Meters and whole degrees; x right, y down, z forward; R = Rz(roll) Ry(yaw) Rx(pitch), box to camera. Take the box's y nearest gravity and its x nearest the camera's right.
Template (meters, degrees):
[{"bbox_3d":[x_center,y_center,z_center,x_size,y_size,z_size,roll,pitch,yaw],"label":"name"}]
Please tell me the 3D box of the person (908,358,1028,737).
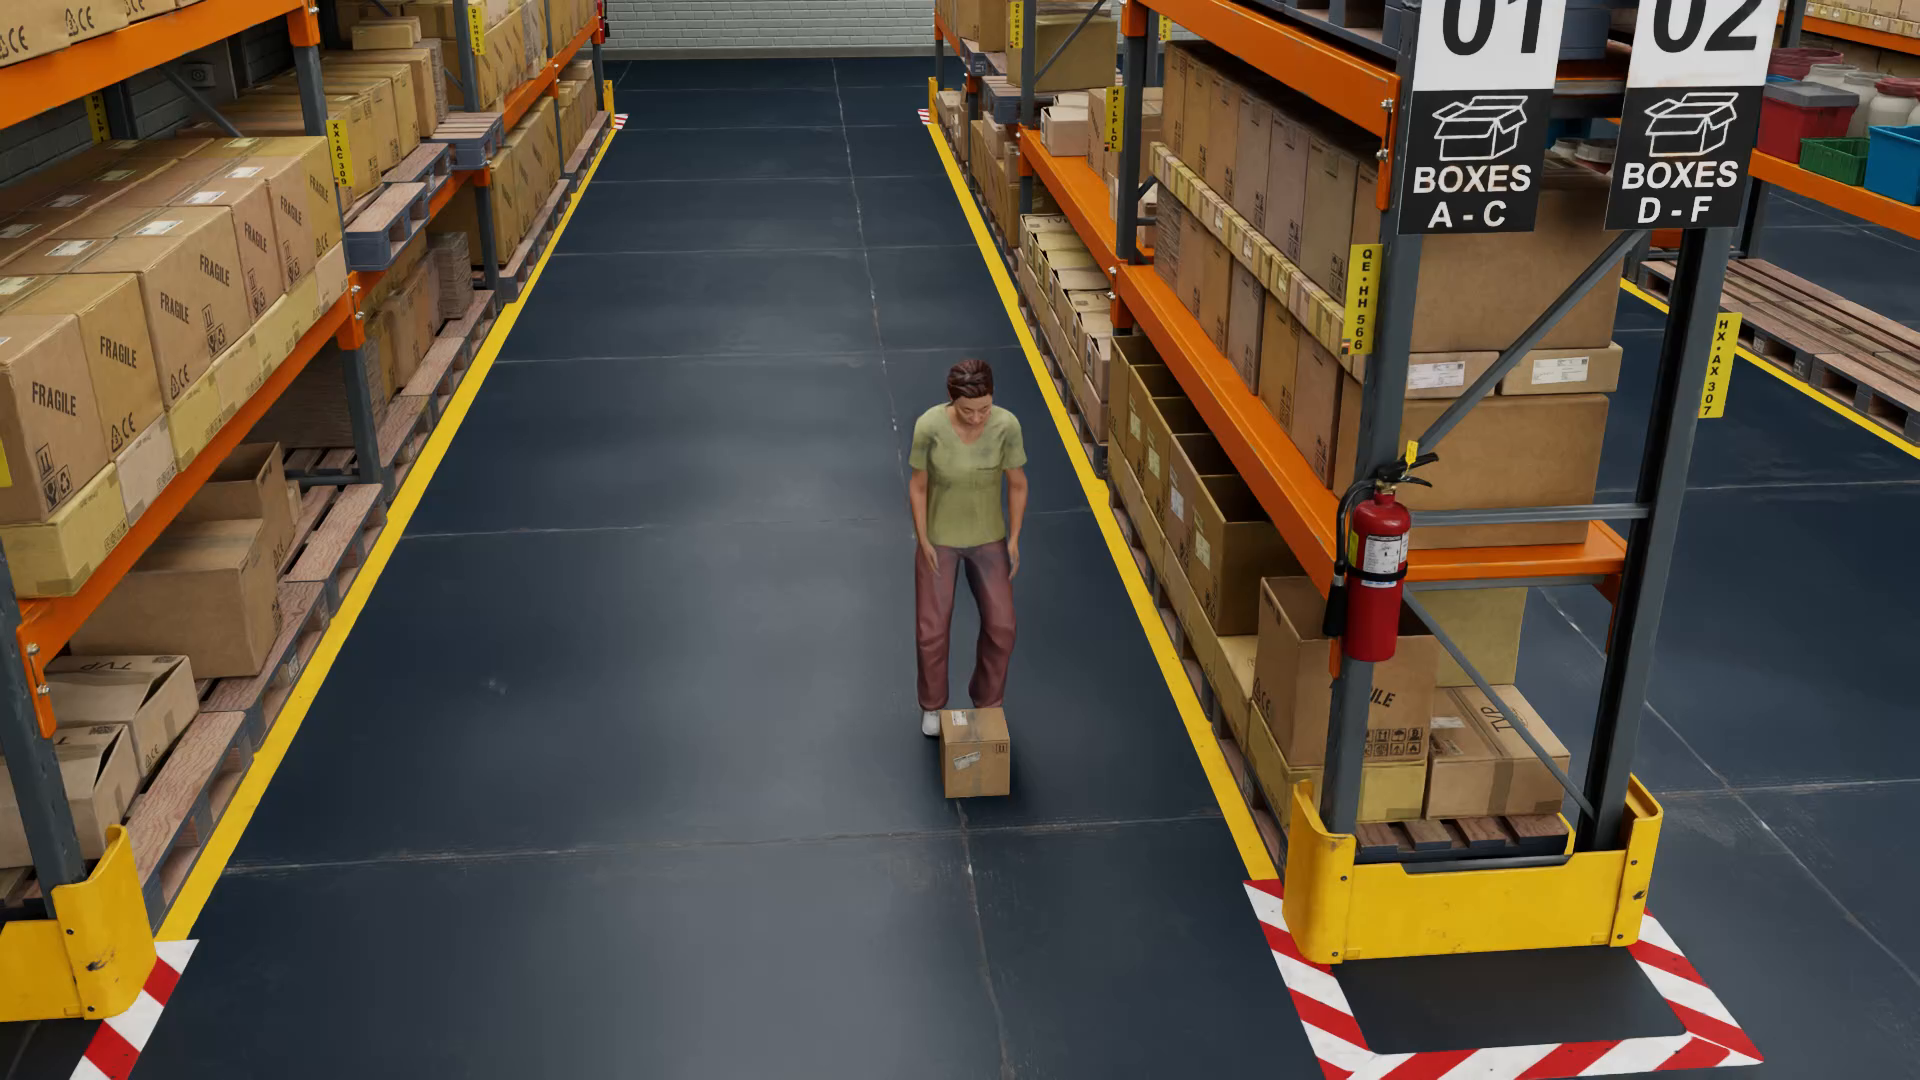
[{"bbox_3d":[0.035,0.021,6.640,0.474,1.616,0.406,-2,24,-4],"label":"person"}]
